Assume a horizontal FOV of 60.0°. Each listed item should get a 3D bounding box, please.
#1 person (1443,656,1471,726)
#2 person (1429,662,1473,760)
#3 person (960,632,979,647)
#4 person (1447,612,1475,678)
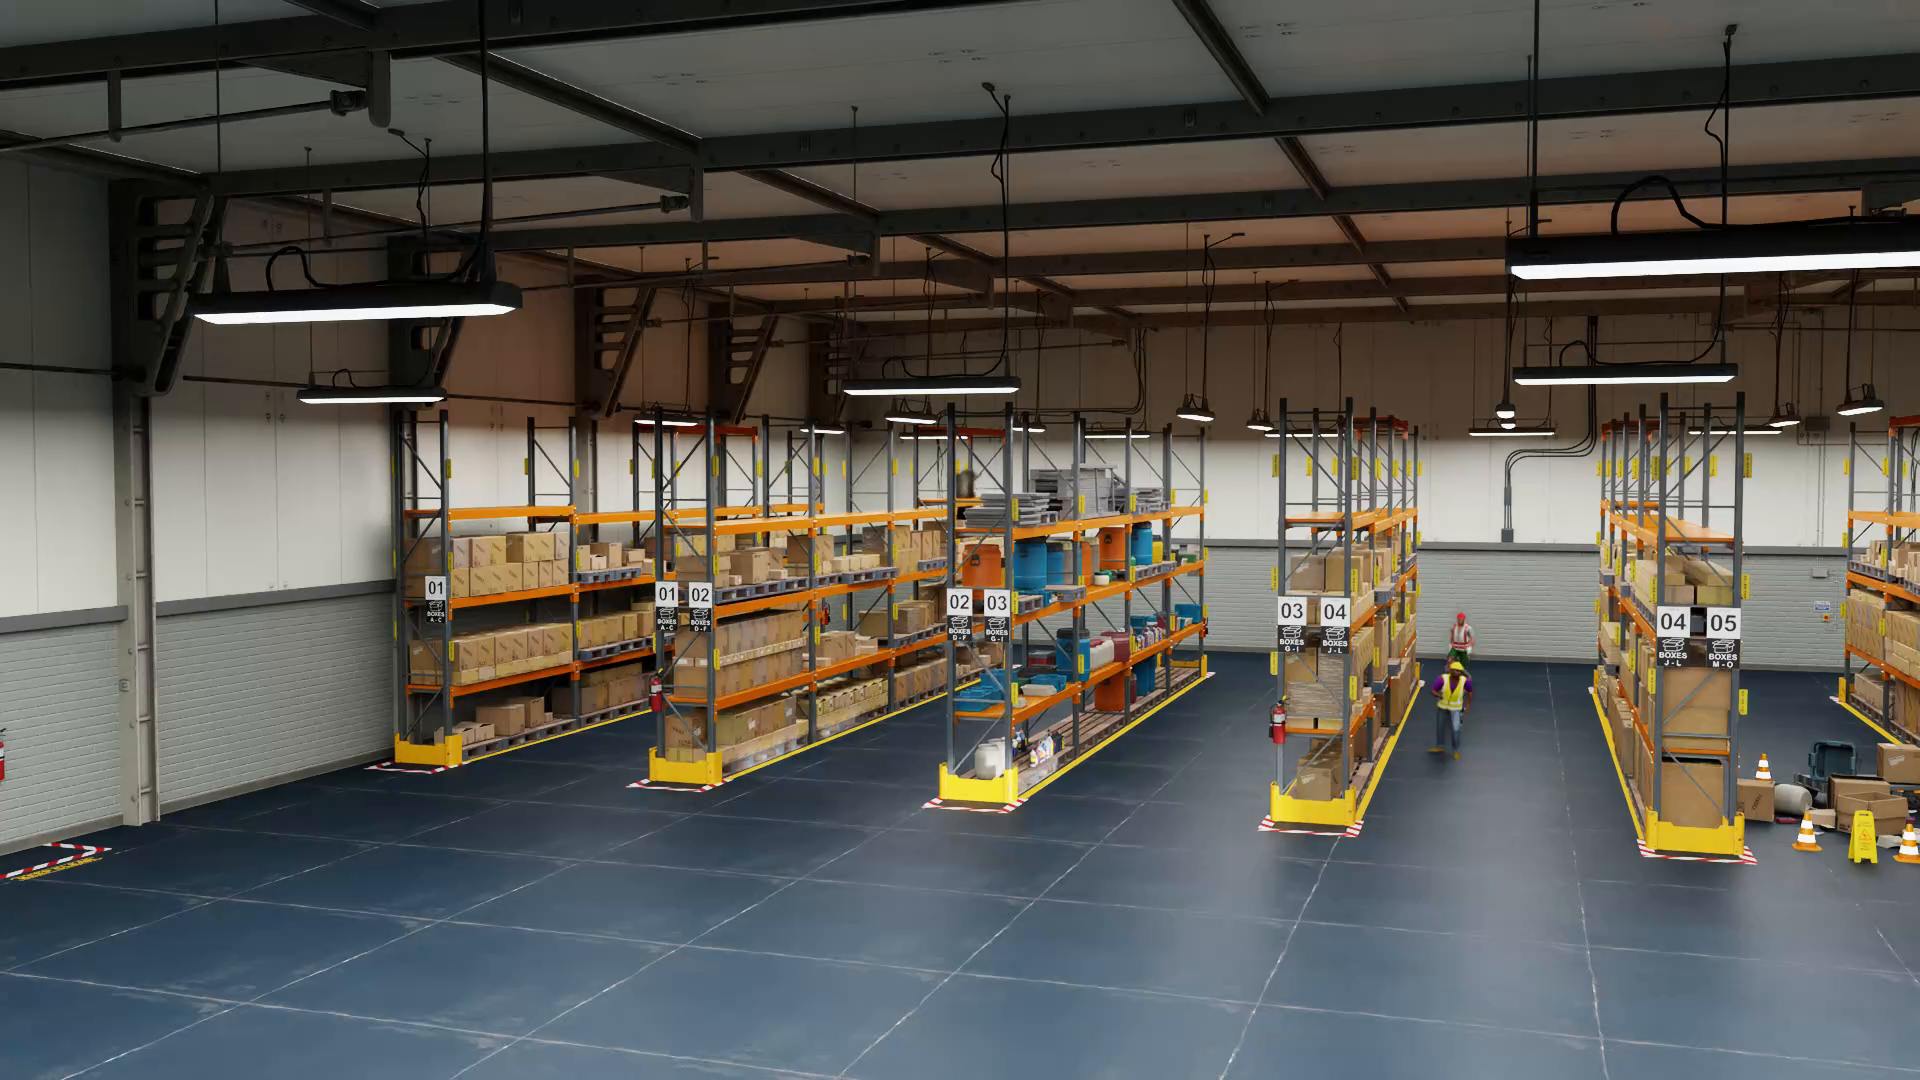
[{"bbox_3d":[9.600,2.921,32.062,0.554,1.427,0.844,2,3,36],"label":"person"},{"bbox_3d":[8.504,2.941,28.892,0.737,1.688,0.846,1,3,26],"label":"person"},{"bbox_3d":[0.320,2.294,43.836,0.697,1.633,1.046,-2,3,-36],"label":"person"},{"bbox_3d":[11.415,2.499,37.904,0.668,1.725,0.728,2,3,34],"label":"person"}]
